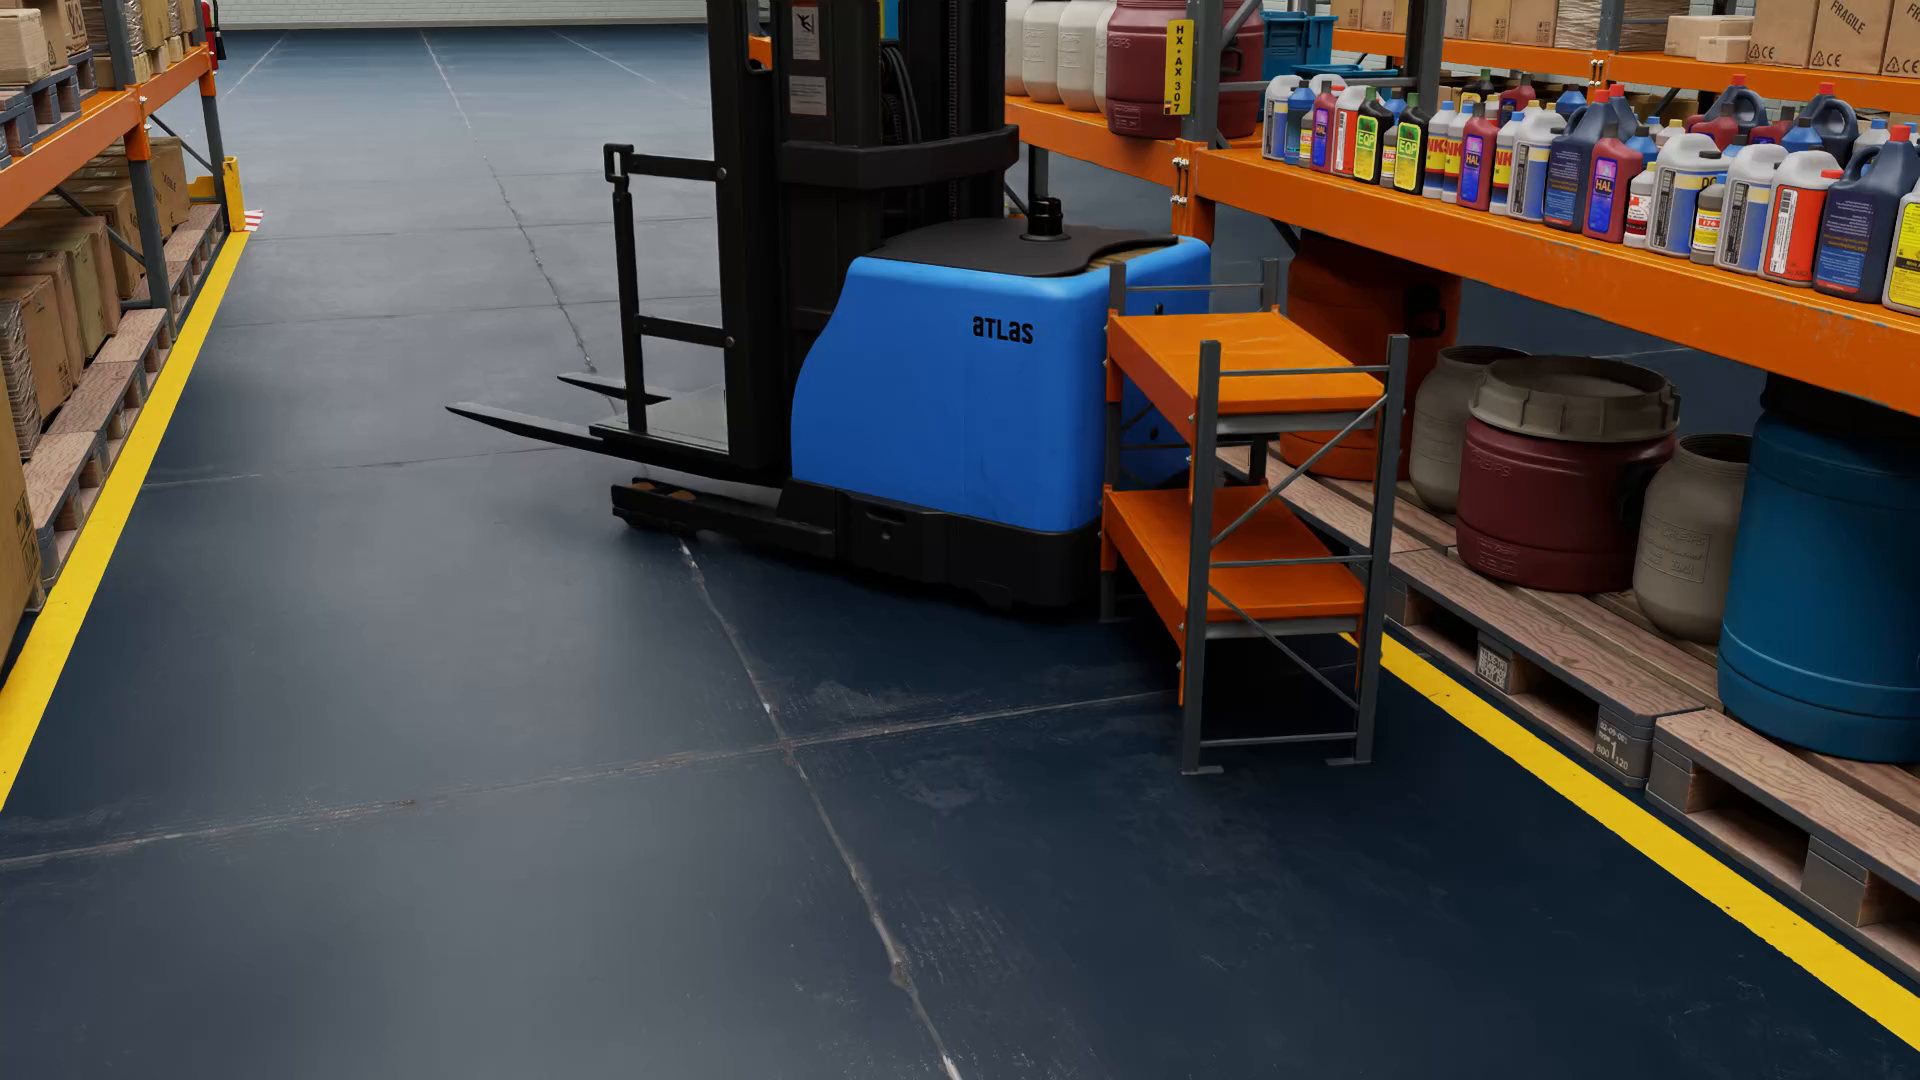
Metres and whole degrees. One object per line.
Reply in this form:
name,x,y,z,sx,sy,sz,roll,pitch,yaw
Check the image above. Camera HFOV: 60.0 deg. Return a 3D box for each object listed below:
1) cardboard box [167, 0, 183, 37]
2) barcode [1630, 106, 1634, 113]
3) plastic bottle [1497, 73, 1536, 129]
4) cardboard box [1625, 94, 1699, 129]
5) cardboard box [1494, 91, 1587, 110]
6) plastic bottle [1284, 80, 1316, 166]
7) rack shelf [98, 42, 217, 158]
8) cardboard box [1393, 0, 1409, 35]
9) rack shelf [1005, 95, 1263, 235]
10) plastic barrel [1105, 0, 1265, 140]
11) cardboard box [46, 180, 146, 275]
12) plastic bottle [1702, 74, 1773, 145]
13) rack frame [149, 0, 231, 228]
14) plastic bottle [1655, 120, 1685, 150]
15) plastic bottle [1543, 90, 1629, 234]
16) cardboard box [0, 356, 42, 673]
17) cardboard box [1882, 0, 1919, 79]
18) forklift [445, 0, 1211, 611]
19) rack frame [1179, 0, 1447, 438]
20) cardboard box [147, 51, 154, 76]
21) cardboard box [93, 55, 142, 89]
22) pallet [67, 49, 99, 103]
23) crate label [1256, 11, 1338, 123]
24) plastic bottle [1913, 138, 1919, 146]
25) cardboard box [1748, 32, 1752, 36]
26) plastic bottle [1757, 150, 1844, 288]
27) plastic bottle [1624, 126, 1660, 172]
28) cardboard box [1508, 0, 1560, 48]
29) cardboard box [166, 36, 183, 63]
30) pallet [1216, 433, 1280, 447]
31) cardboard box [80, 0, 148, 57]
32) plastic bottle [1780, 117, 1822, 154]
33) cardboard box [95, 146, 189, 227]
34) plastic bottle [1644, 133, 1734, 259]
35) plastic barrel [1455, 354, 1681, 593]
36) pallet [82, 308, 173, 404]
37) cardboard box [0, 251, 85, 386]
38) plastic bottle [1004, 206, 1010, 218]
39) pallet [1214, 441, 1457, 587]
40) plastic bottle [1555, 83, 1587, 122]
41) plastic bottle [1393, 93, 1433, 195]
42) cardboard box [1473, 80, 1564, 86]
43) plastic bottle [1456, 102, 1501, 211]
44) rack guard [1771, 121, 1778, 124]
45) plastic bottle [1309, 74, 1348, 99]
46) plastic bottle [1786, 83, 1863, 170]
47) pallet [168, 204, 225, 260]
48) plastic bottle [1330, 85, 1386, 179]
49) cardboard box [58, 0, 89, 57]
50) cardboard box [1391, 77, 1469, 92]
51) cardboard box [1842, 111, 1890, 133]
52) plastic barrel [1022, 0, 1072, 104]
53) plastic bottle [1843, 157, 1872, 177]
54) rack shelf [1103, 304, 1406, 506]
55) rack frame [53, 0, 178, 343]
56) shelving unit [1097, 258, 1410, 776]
cardboard box,-5.383,-3.404,10.367,0.875,0.500,0.500,-6,21,-17
barcode,4.431,-2.833,10.993,0.001,0.075,0.075,-6,21,-17
plastic bottle,1.904,-1.454,5.701,0.061,0.283,0.133,-6,21,-17
cardboard box,4.897,-2.915,11.932,0.500,0.500,0.500,-6,21,-17
cardboard box,4.246,-3.020,12.225,0.500,0.500,0.500,-6,21,-17
plastic bottle,1.139,-1.394,5.550,0.097,0.271,0.097,0,20,0
rack shelf,-5.288,-2.728,10.139,1.077,0.370,4.000,-6,21,-17
cardboard box,3.943,-4.328,13.381,0.700,0.500,0.500,-6,21,-17
rack shelf,0.671,-1.971,8.031,1.077,0.370,4.000,-6,21,-17
plastic barrel,0.866,-1.848,6.424,0.600,0.536,0.708,-6,21,-17
cardboard box,-4.935,-1.762,9.461,0.500,0.500,0.500,0,20,0
plastic bottle,2.201,-1.138,4.720,0.144,0.351,0.185,-6,21,-17
rack frame,-5.917,-3.709,11.805,1.000,3.000,0.127,-6,21,-17
plastic bottle,2.137,-1.158,4.997,0.097,0.201,0.097,0,20,0
plastic bottle,1.611,-0.975,4.265,0.144,0.351,0.185,-6,21,-17
cardboard box,-3.205,-0.115,4.323,1.225,0.875,0.875,-7,21,-20
cardboard box,5.460,-2.777,9.062,0.500,0.500,0.500,-8,21,-20
forklift,-0.656,-1.522,5.819,3.031,2.935,1.130,13,23,31
rack frame,1.300,-1.668,6.122,1.000,3.000,0.127,-6,21,-17
cardboard box,-4.700,-2.646,9.217,0.380,0.149,0.250,-6,21,-17
cardboard box,-4.442,-2.408,8.554,0.380,0.149,0.250,-6,21,-17
pallet,-4.557,-2.074,7.537,1.003,0.211,1.213,-6,21,-17
crate label,1.244,-2.032,7.084,0.502,0.435,0.616,-6,21,-17
plastic bottle,2.409,-0.886,4.130,0.152,0.276,0.135,-6,21,-17
cardboard box,5.197,-3.151,10.449,0.396,0.266,0.258,-7,21,-19
plastic bottle,1.853,-0.697,3.603,0.152,0.276,0.135,-6,21,-17
plastic bottle,1.691,-0.896,4.164,0.097,0.271,0.097,0,20,0
cardboard box,4.428,-3.834,12.005,0.700,0.500,0.500,-7,21,-18
cardboard box,-5.060,-3.051,10.344,0.380,0.149,0.250,-6,21,-17
pallet,1.093,-0.608,7.297,1.003,0.211,1.213,-6,21,-17
cardboard box,-4.742,-2.763,8.584,0.875,0.500,0.500,-6,21,-17
plastic bottle,2.201,-0.971,4.374,0.097,0.271,0.097,0,20,0
cardboard box,-5.516,-2.340,11.069,0.500,0.500,0.500,-1,20,-3
plastic bottle,1.738,-0.815,3.930,0.152,0.276,0.135,-6,21,-17
plastic barrel,1.824,-0.213,5.018,0.600,0.588,0.708,-6,21,-17
pallet,-4.414,-0.863,8.007,1.003,0.211,1.213,-6,21,-17
cardboard box,-4.179,-0.922,7.093,0.700,0.500,0.500,-8,21,-22
plastic bottle,0.326,-2.023,10.600,0.097,0.201,0.097,0,20,0
pallet,1.587,-0.107,5.902,1.003,0.211,1.213,-6,21,-17
plastic bottle,1.984,-1.347,5.420,0.097,0.271,0.097,0,20,0
plastic bottle,1.345,-1.169,4.907,0.061,0.283,0.133,-6,21,-17
cardboard box,4.424,-3.396,13.271,0.500,0.500,0.500,-6,21,-17
plastic bottle,1.449,-1.064,4.614,0.061,0.283,0.133,-6,21,-17
rack guard,8.214,-4.087,16.555,1.175,0.500,0.348,-6,21,-17
plastic bottle,1.273,-1.452,5.706,0.152,0.276,0.135,-6,21,-17
plastic bottle,2.301,-1.036,4.435,0.144,0.351,0.185,-6,21,-17
pallet,-5.671,-2.108,11.472,1.003,0.211,1.213,-6,21,-17
plastic bottle,1.274,-1.288,5.248,0.152,0.276,0.135,-6,21,-17
cardboard box,-4.543,-2.635,7.307,1.000,1.000,1.000,-6,21,-17
cardboard box,3.774,-3.501,13.565,0.500,0.500,0.500,-6,21,-17
cardboard box,8.501,-3.815,15.426,0.500,0.311,0.500,-5,20,-13
plastic barrel,0.501,-2.311,7.711,0.433,0.535,0.433,0,20,0
plastic bottle,1.965,-0.714,3.657,0.097,0.271,0.097,0,20,0
rack shelf,0.749,-0.390,4.472,0.538,0.278,1.000,-2,20,-7
rack frame,-4.660,-2.425,8.231,1.000,3.000,0.127,-6,21,-17
shelving unit,0.749,-0.115,4.571,0.538,1.125,1.048,-2,20,-7
